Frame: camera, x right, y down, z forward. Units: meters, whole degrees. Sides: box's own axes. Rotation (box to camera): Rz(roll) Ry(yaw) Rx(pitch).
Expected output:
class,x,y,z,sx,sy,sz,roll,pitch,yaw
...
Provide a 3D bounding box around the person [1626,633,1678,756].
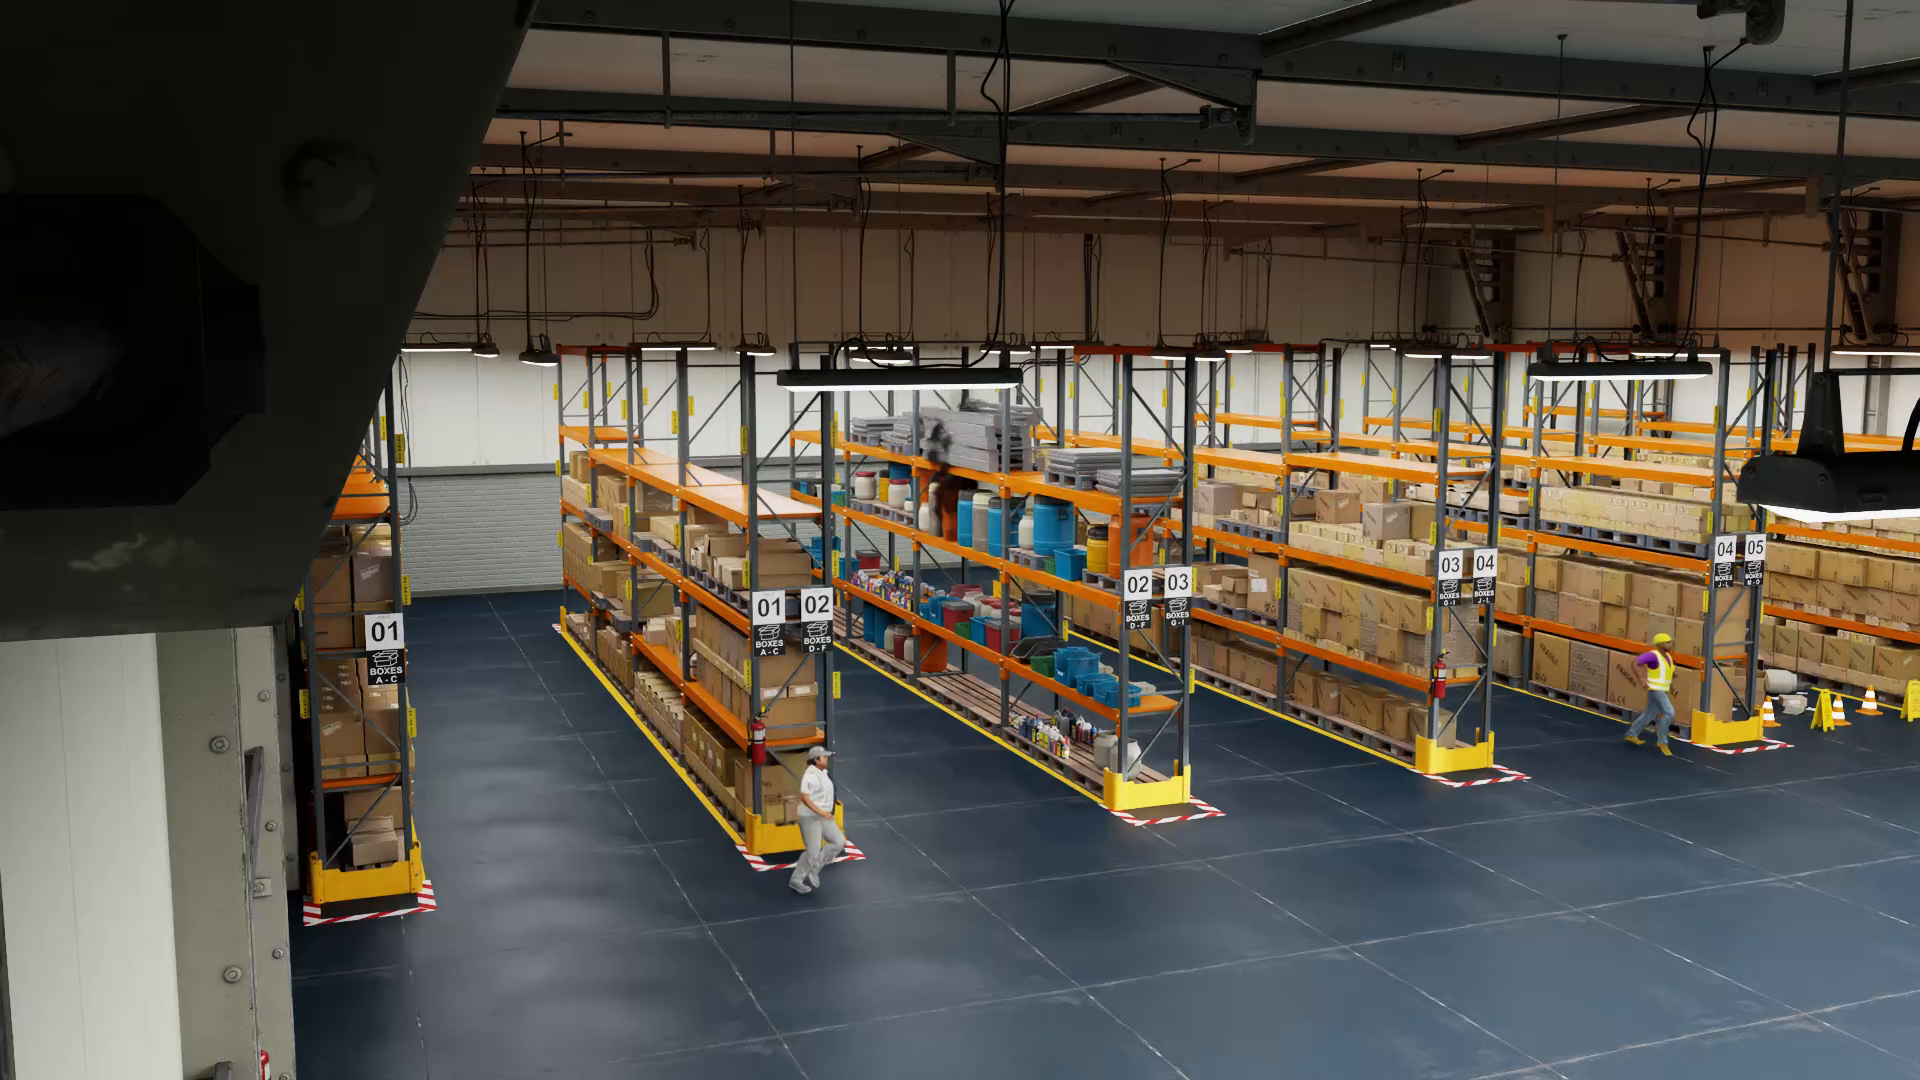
class,x,y,z,sx,sy,sz,roll,pitch,yaw
person,10.494,2.292,25.088,0.757,1.793,0.709,6,10,41

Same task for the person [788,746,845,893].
class,x,y,z,sx,sy,sz,roll,pitch,yaw
person,-1.598,3.139,18.884,0.577,1.606,0.666,2,8,17
